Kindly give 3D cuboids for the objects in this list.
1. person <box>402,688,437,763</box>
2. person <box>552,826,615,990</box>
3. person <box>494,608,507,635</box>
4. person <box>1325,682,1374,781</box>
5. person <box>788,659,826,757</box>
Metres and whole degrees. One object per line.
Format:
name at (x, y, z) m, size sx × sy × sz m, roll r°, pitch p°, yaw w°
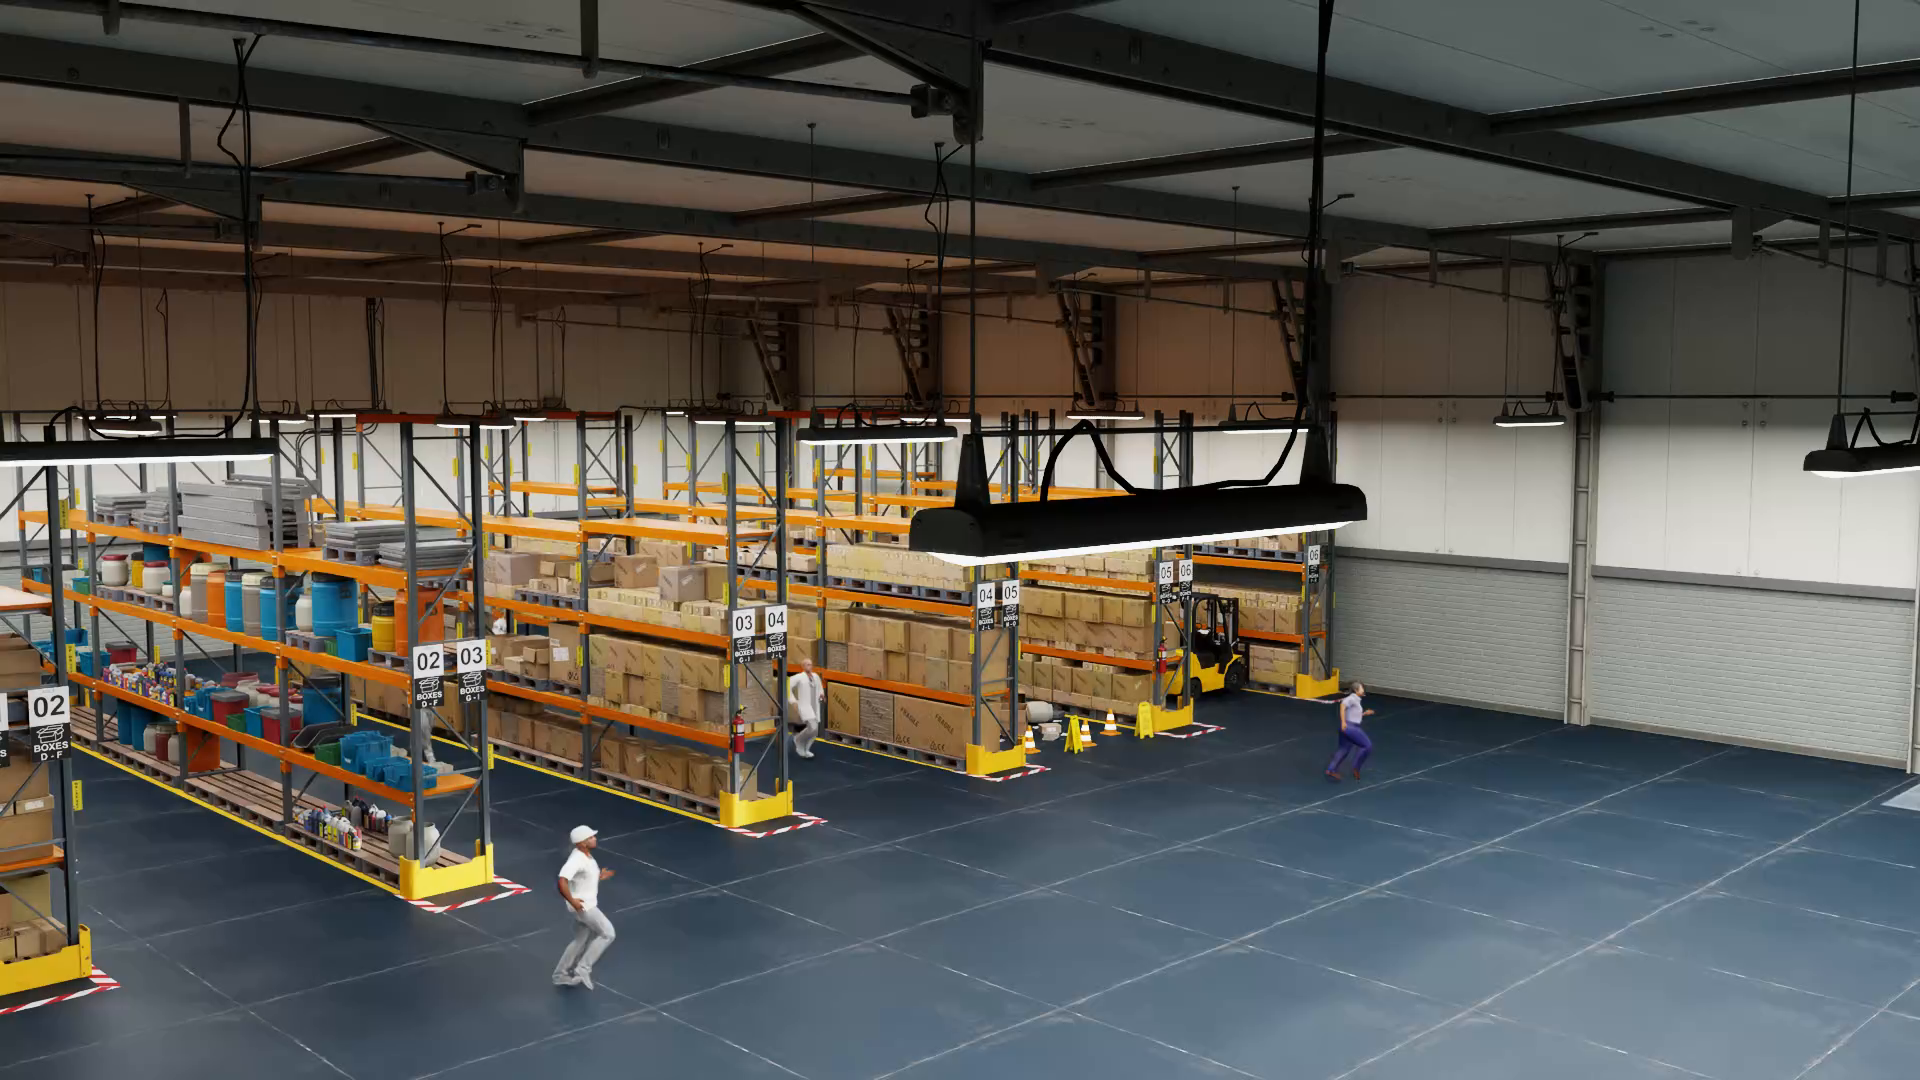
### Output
person at (-9.281, 2.931, 28.885) m, size 0.665 × 1.796 × 0.925 m, roll -4°, pitch 7°, yaw -40°
person at (-4.023, 3.919, 17.772) m, size 0.689 × 1.753 × 0.689 m, roll -1°, pitch 5°, yaw -15°
person at (-10.071, 2.298, 36.707) m, size 0.562 × 1.719 × 0.857 m, roll -4°, pitch 7°, yaw -42°
person at (6.405, 3.156, 27.311) m, size 0.796 × 1.626 × 0.630 m, roll 0°, pitch 5°, yaw 4°
person at (-2.614, 2.939, 28.959) m, size 0.653 × 1.734 × 0.704 m, roll 5°, pitch 7°, yaw 43°
